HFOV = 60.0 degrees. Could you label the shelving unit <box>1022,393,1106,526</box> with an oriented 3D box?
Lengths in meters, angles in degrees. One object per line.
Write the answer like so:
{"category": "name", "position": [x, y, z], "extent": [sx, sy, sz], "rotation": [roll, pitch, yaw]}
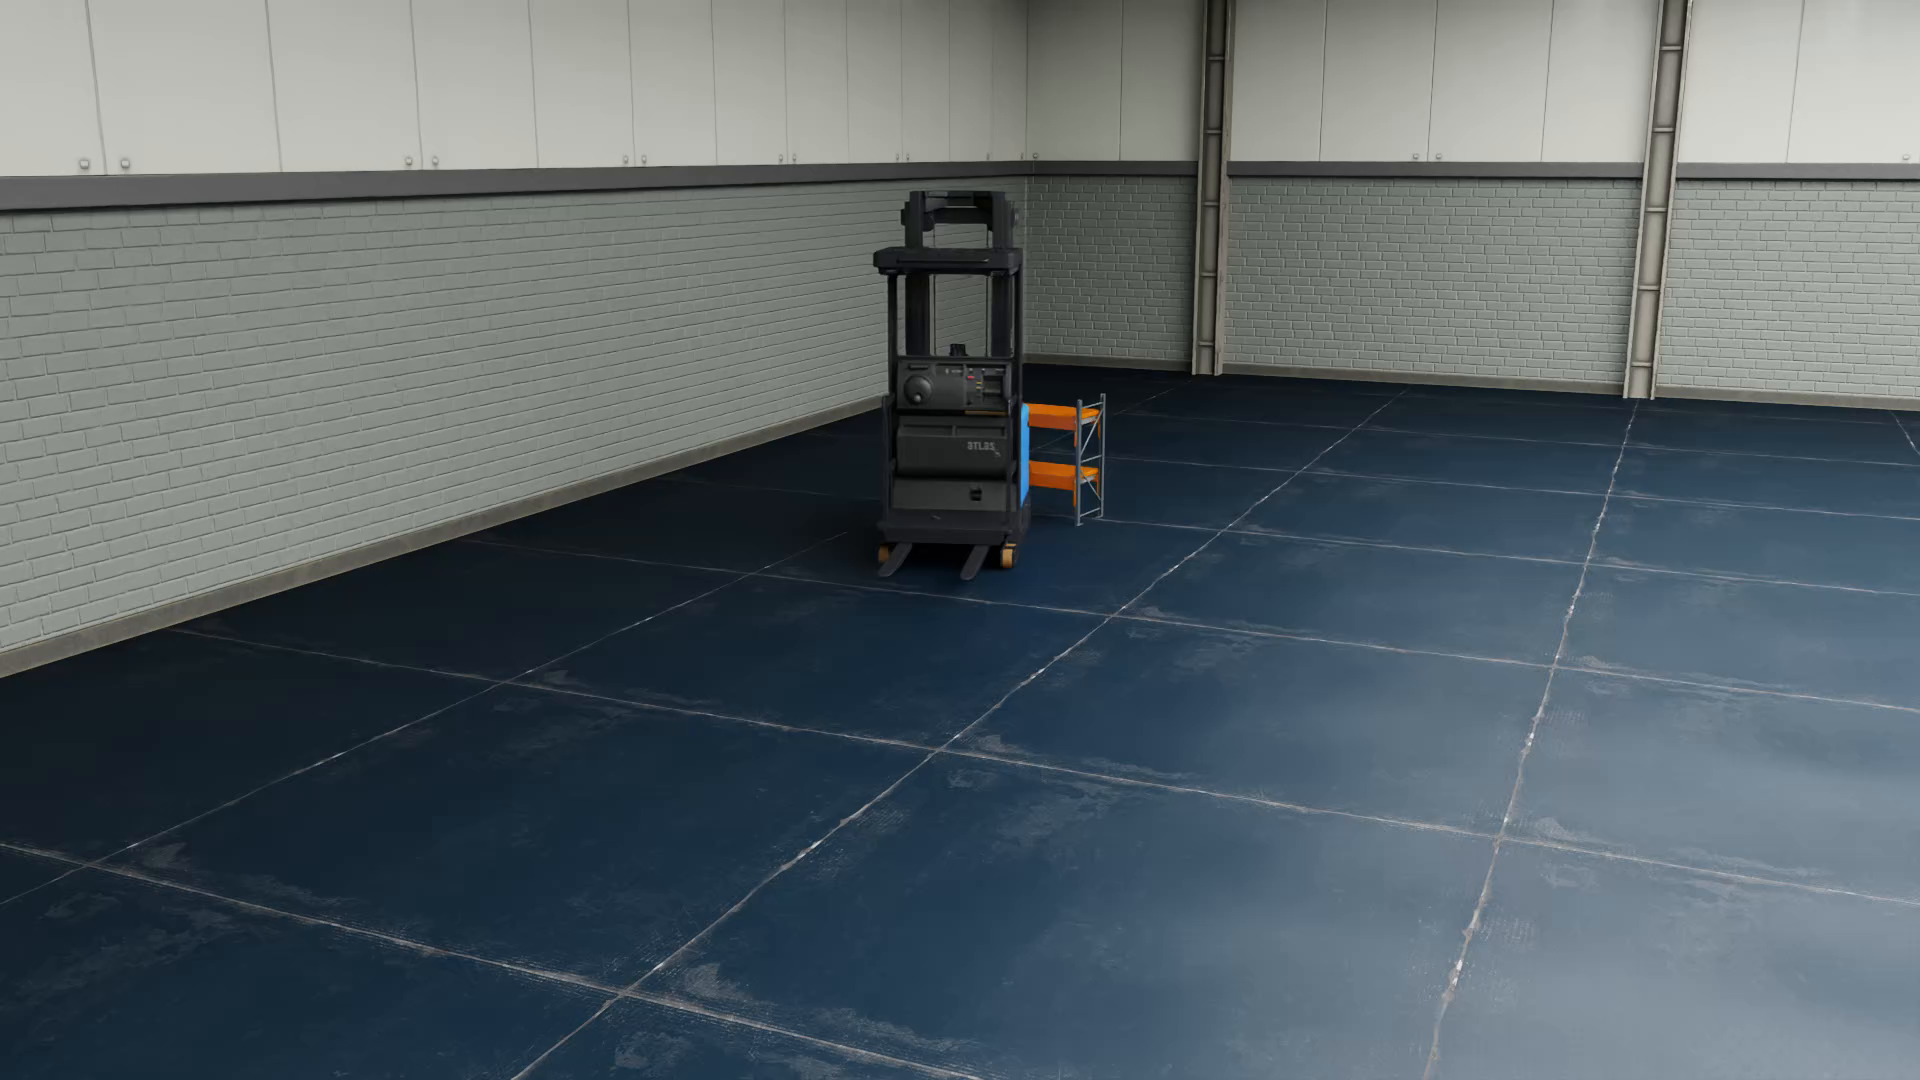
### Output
{"category": "shelving unit", "position": [0.732, -0.782, 15.126], "extent": [1.048, 1.125, 0.538], "rotation": [8, 15, 31]}

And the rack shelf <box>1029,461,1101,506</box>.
{"category": "rack shelf", "position": [0.732, -0.544, 15.181], "extent": [1.000, 0.278, 0.538], "rotation": [8, 15, 31]}

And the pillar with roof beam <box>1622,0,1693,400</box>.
{"category": "pillar with roof beam", "position": [7.435, -5.413, 17.623], "extent": [0.400, 9.000, 9.100], "rotation": [6, 14, 23]}

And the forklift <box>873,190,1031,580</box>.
{"category": "forklift", "position": [-0.073, -1.278, 13.287], "extent": [1.130, 2.935, 3.031], "rotation": [2, 13, 7]}

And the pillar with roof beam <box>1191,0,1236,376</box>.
{"category": "pillar with roof beam", "position": [1.949, -5.968, 19.989], "extent": [0.400, 9.000, 9.100], "rotation": [6, 14, 23]}

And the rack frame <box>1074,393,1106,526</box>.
{"category": "rack frame", "position": [1.164, -0.721, 14.865], "extent": [0.032, 1.125, 0.500], "rotation": [8, 15, 31]}

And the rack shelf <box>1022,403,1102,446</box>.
{"category": "rack shelf", "position": [0.732, -1.067, 15.059], "extent": [1.000, 0.278, 0.538], "rotation": [8, 15, 31]}
